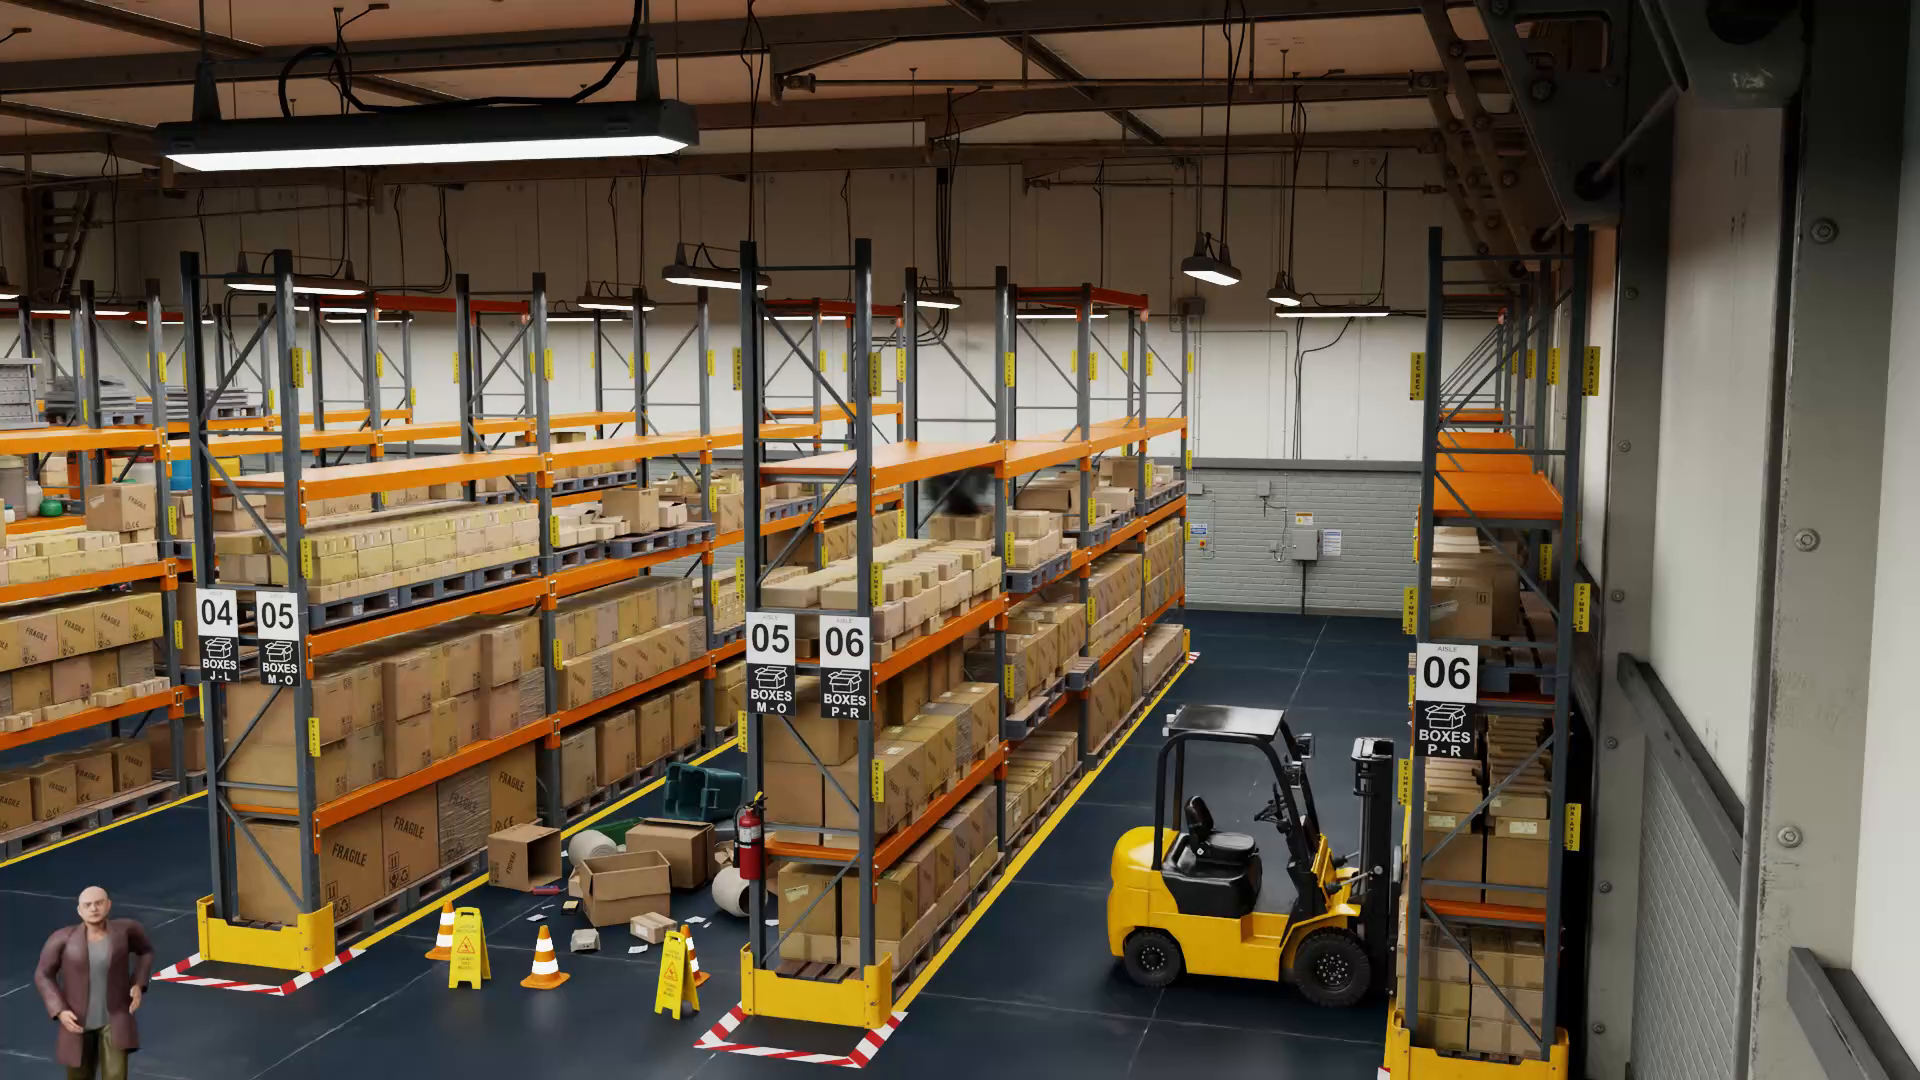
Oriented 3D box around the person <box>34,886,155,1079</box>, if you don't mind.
[{"bbox_3d":[-5.628,3.113,10.856,0.702,1.752,1.009,-3,7,-25],"label":"person"}]
